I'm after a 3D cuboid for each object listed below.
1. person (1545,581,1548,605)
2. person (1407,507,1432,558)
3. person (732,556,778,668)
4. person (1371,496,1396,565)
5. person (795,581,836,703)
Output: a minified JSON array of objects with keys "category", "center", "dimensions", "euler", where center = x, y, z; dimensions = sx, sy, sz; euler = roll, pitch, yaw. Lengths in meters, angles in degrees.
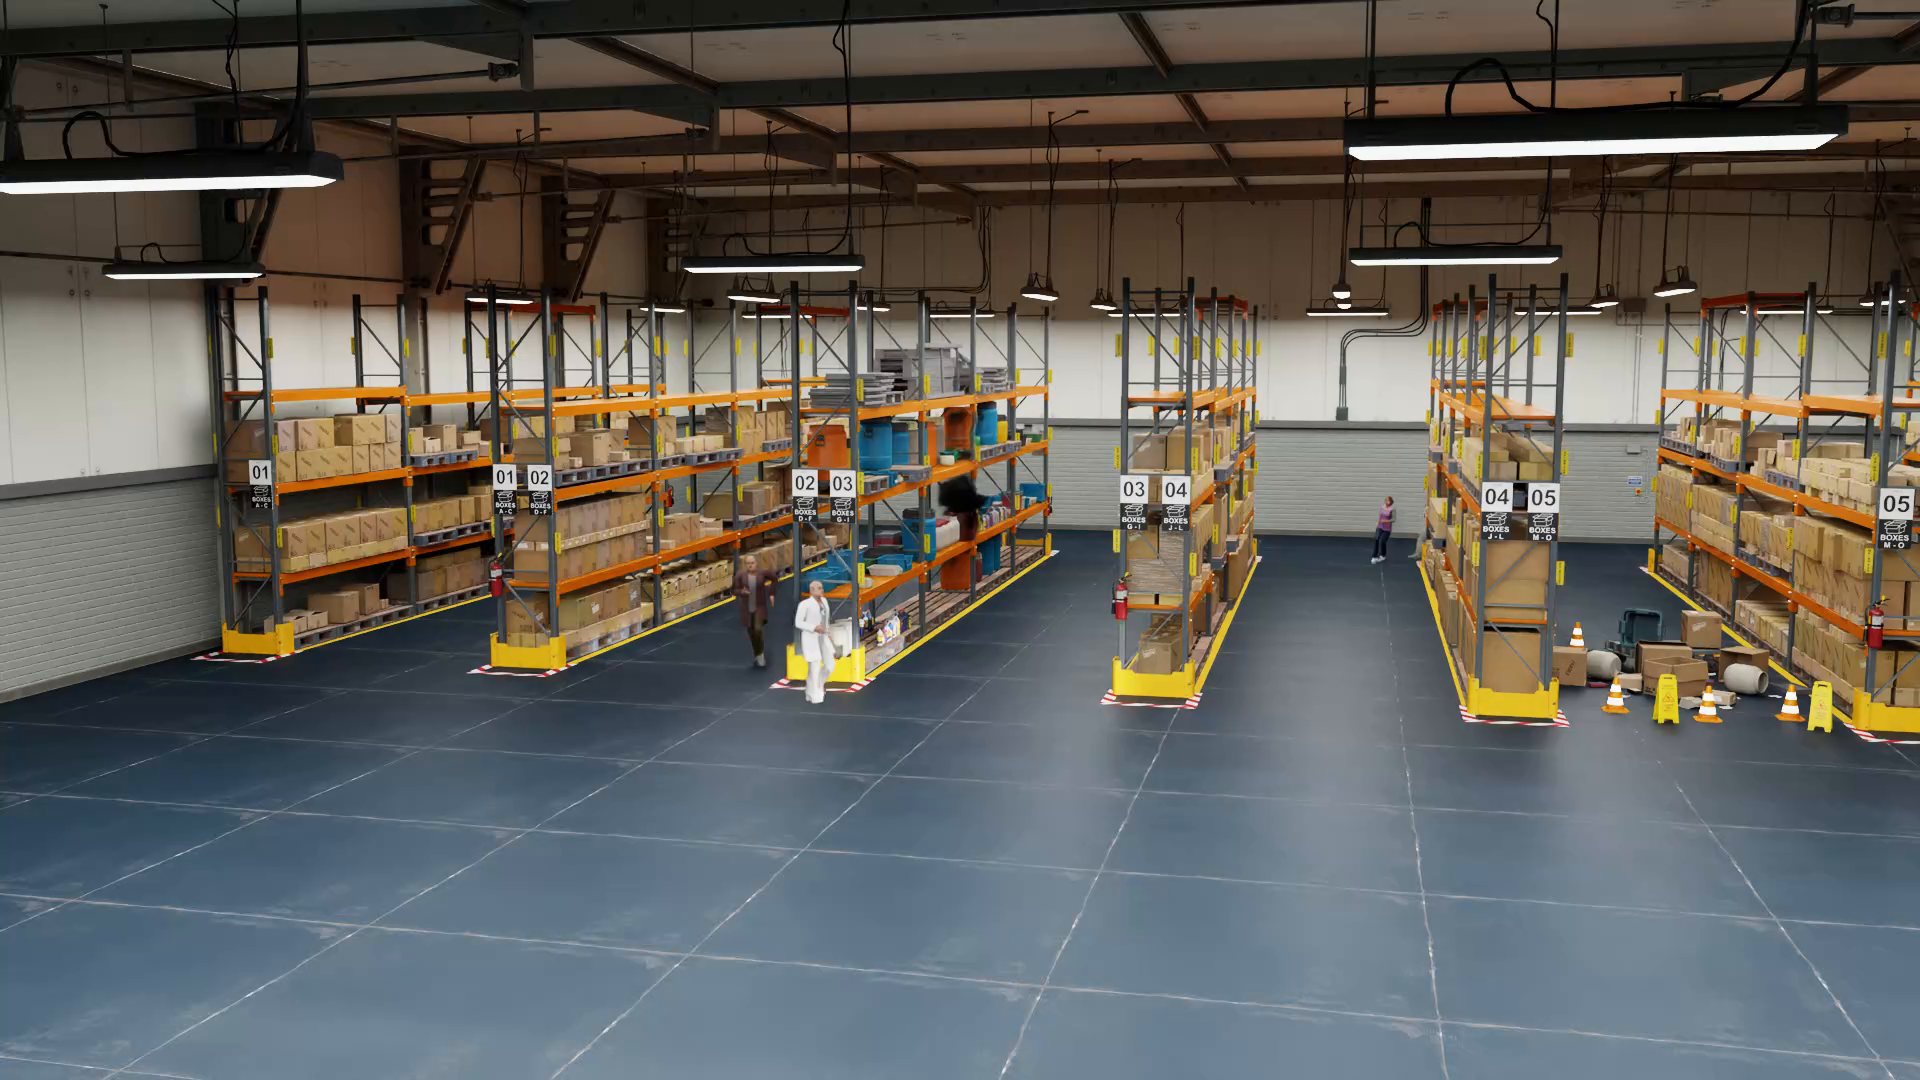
[{"category":"person","center":[11.136,0.530,31.930],"dimensions":[0.584,1.633,0.793],"euler":[1,7,6]},{"category":"person","center":[11.060,-0.353,39.337],"dimensions":[0.894,1.628,0.660],"euler":[2,7,17]},{"category":"person","center":[-3.233,1.123,26.202],"dimensions":[0.660,1.781,0.884],"euler":[1,7,5]},{"category":"person","center":[9.895,-0.229,38.686],"dimensions":[0.521,1.594,0.728],"euler":[5,8,34]},{"category":"person","center":[-1.998,1.445,23.415],"dimensions":[0.684,1.743,0.642],"euler":[-6,9,-44]}]
